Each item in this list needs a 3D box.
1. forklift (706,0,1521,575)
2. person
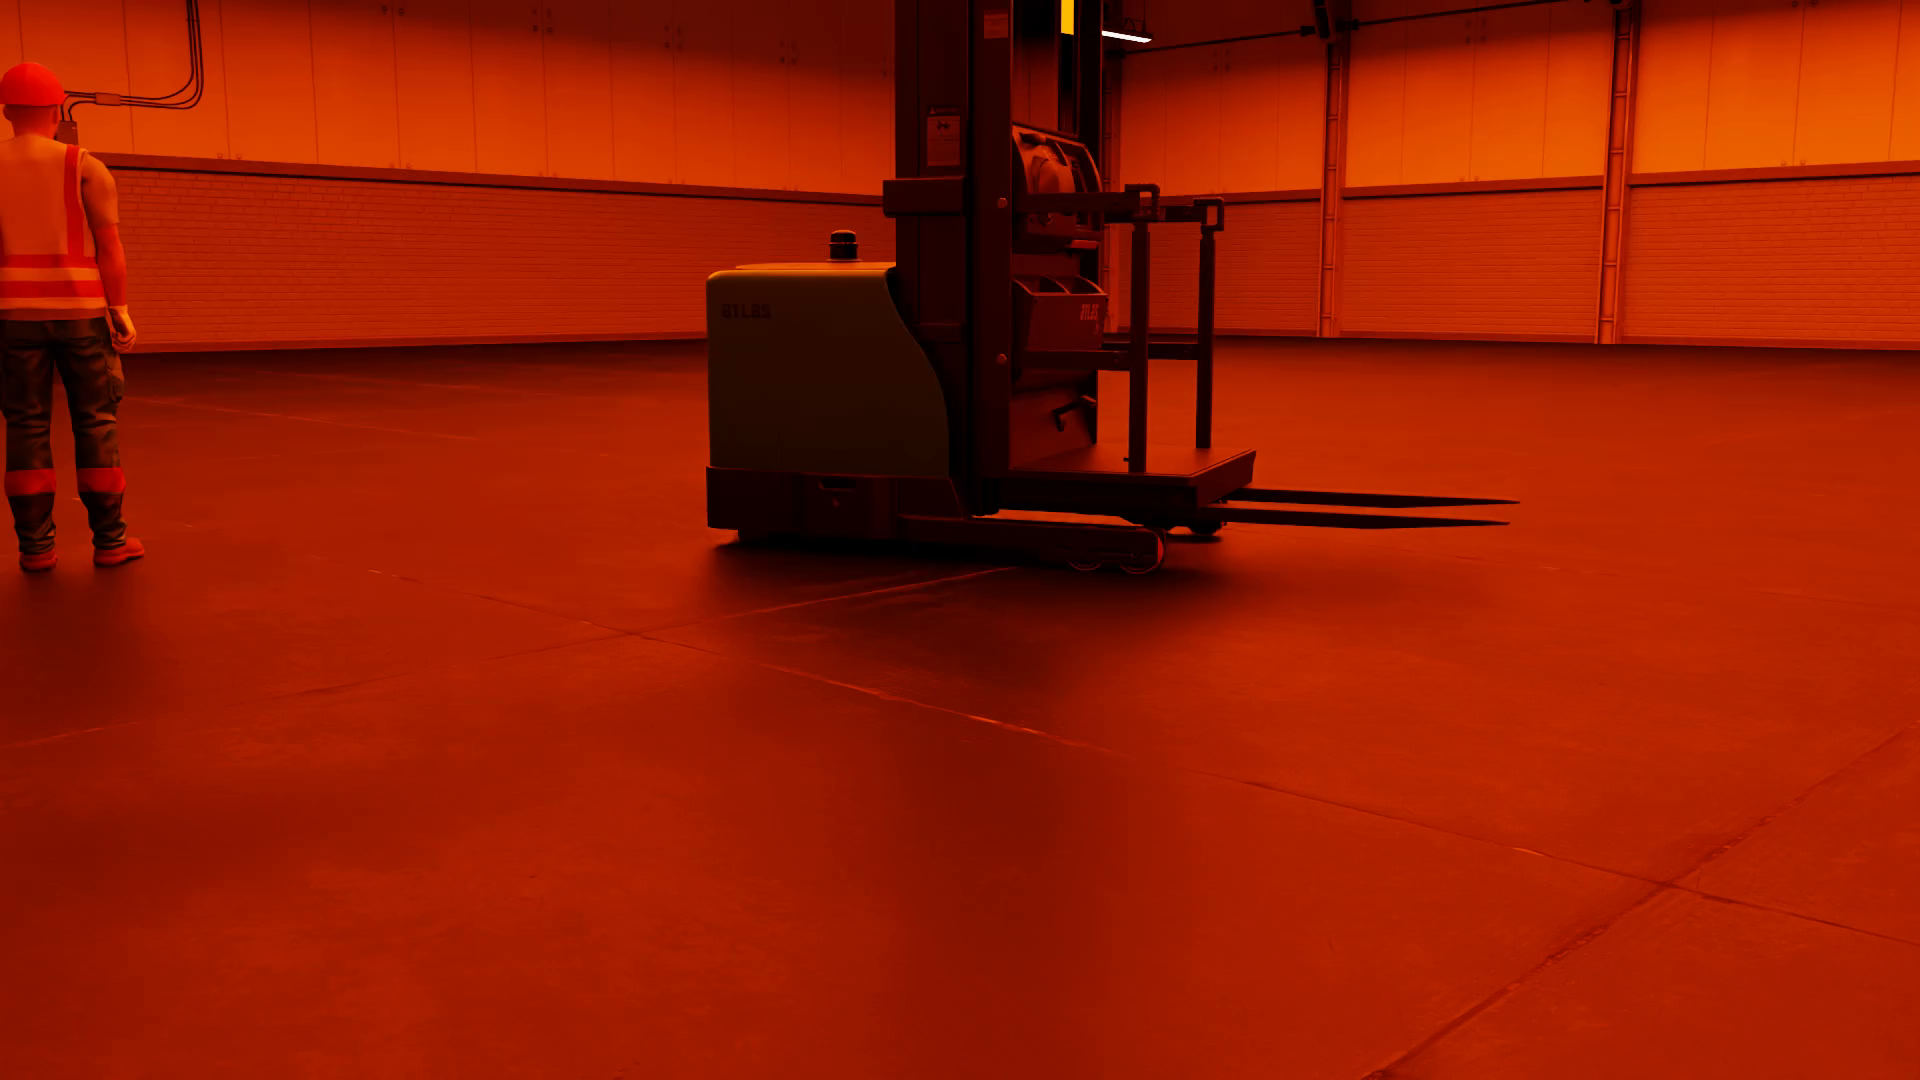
[{"bbox_3d":[0.565,-1.416,6.275,3.031,2.935,1.130,3,9,22],"label":"forklift"},{"bbox_3d":[-3.287,-0.800,6.018,0.552,1.795,0.352,-3,9,-20],"label":"person"}]
